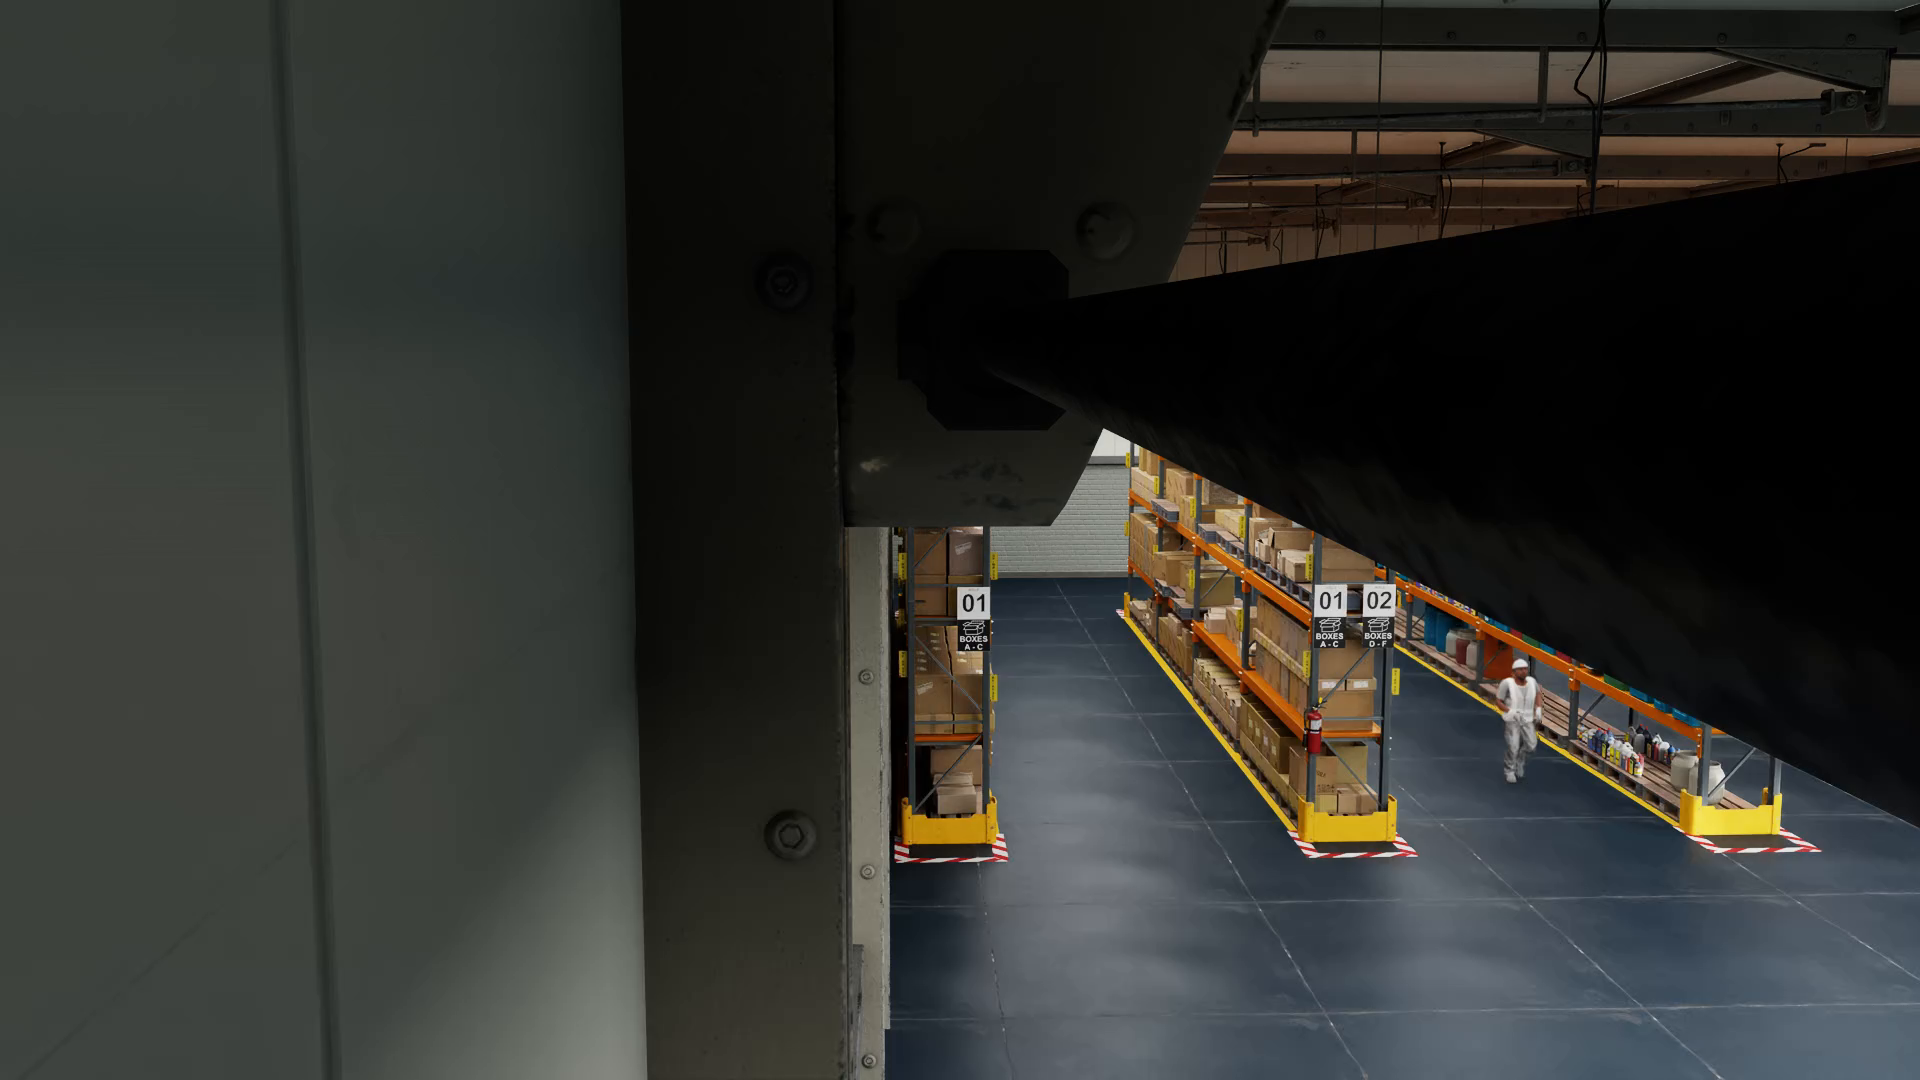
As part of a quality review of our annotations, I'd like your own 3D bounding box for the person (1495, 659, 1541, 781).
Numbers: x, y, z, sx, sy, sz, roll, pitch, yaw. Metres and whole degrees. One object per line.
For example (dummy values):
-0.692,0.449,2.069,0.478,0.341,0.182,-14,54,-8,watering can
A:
7.786,2.514,23.065,0.715,1.738,0.597,-1,7,-6,person
